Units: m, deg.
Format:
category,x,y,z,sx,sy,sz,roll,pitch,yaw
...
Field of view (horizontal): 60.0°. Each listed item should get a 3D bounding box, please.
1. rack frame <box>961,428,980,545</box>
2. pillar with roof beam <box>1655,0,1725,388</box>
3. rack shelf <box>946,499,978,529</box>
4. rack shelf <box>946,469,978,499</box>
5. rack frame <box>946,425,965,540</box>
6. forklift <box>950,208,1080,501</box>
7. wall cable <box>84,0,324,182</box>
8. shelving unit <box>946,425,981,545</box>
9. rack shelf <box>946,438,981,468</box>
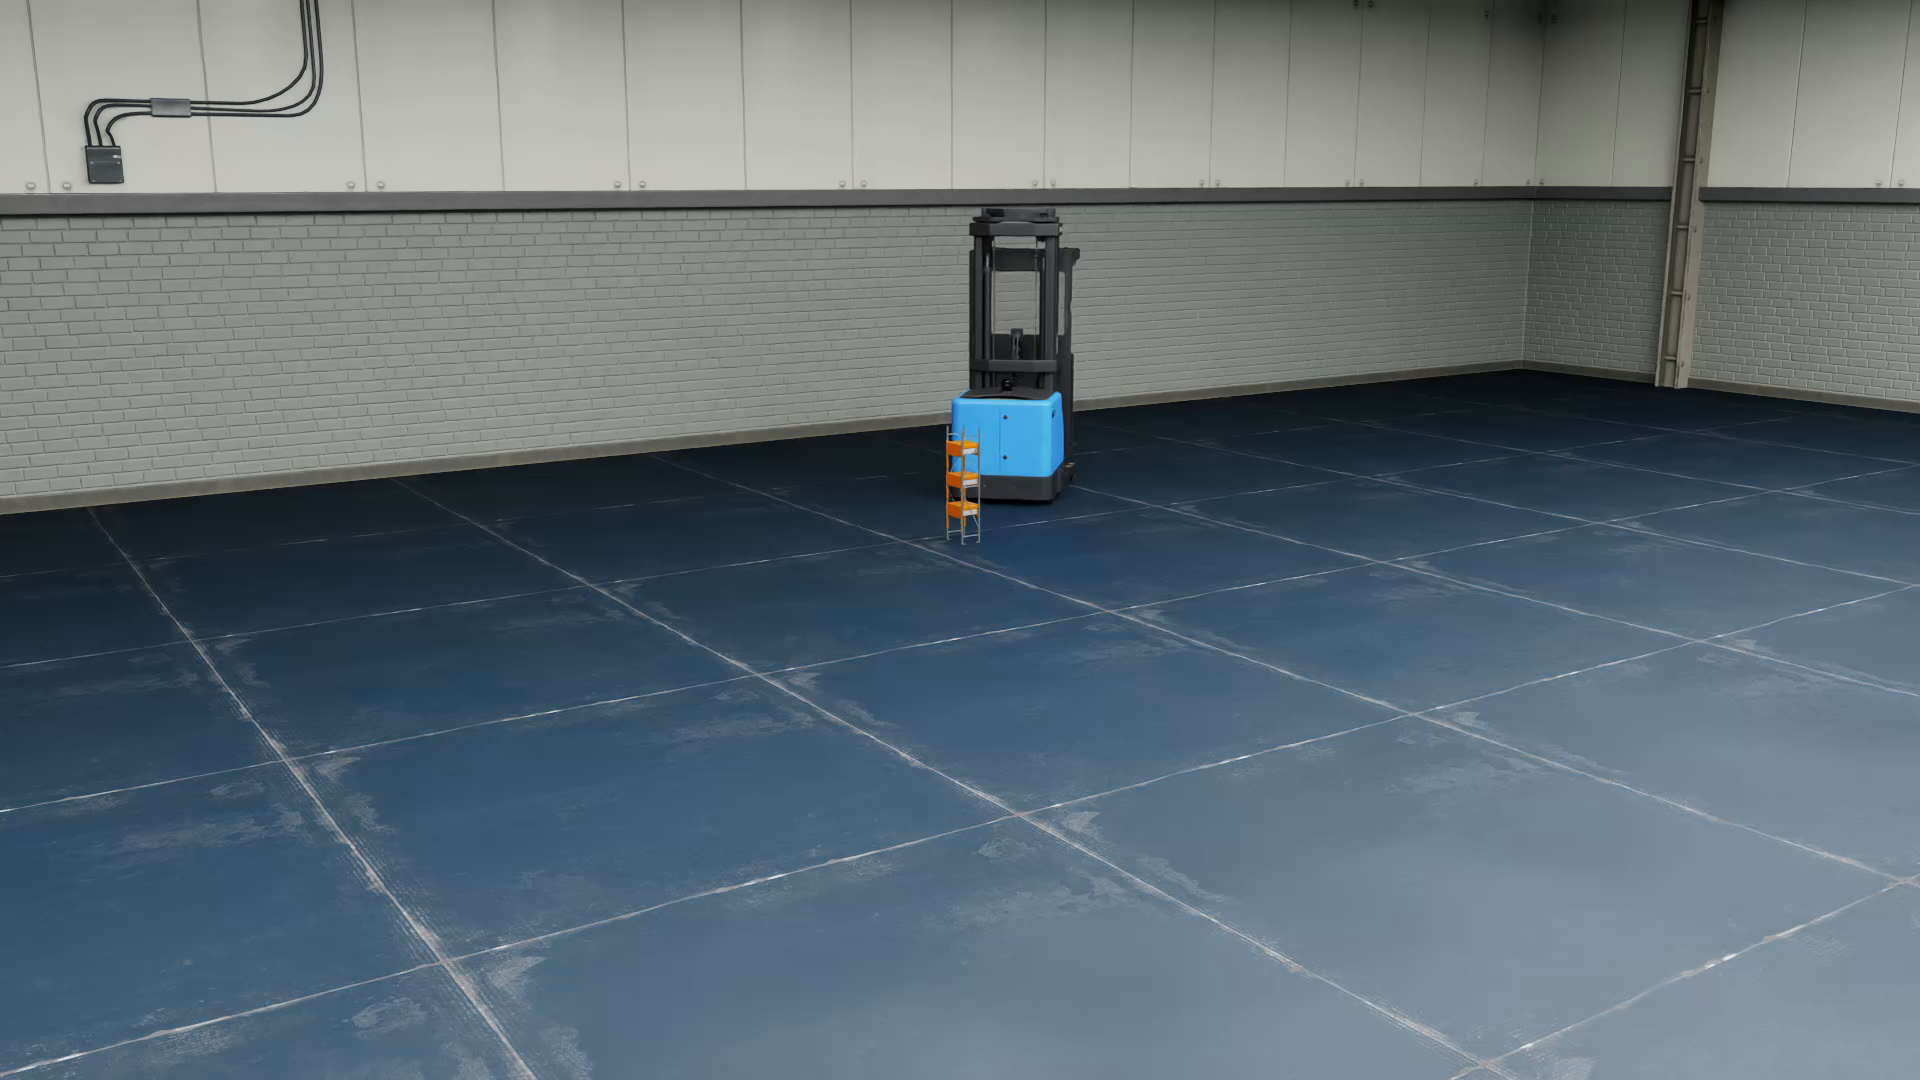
category,x,y,z,sx,sy,sz,roll,pitch,yaw
rack frame,0.097,-0.482,14.995,0.200,1.050,0.008,-8,15,-33
pillar with roof beam,7.704,-6.321,23.092,9.100,9.000,0.400,-8,15,-33
rack shelf,0.030,-0.222,15.156,0.215,0.259,0.240,-8,15,-33
rack shelf,0.030,-0.493,15.097,0.215,0.259,0.240,-8,15,-33
rack frame,-0.038,-0.525,15.194,0.200,1.050,0.008,-8,15,-33
forklift,0.688,-2.093,17.962,1.130,2.935,3.031,2,13,11
wall cable,-7.555,-6.565,16.247,2.305,6.003,0.169,-8,15,-33
shelving unit,0.030,-0.503,15.094,0.215,1.050,0.252,-8,15,-33
rack shelf,0.030,-0.770,15.036,0.215,0.259,0.240,-8,15,-33
